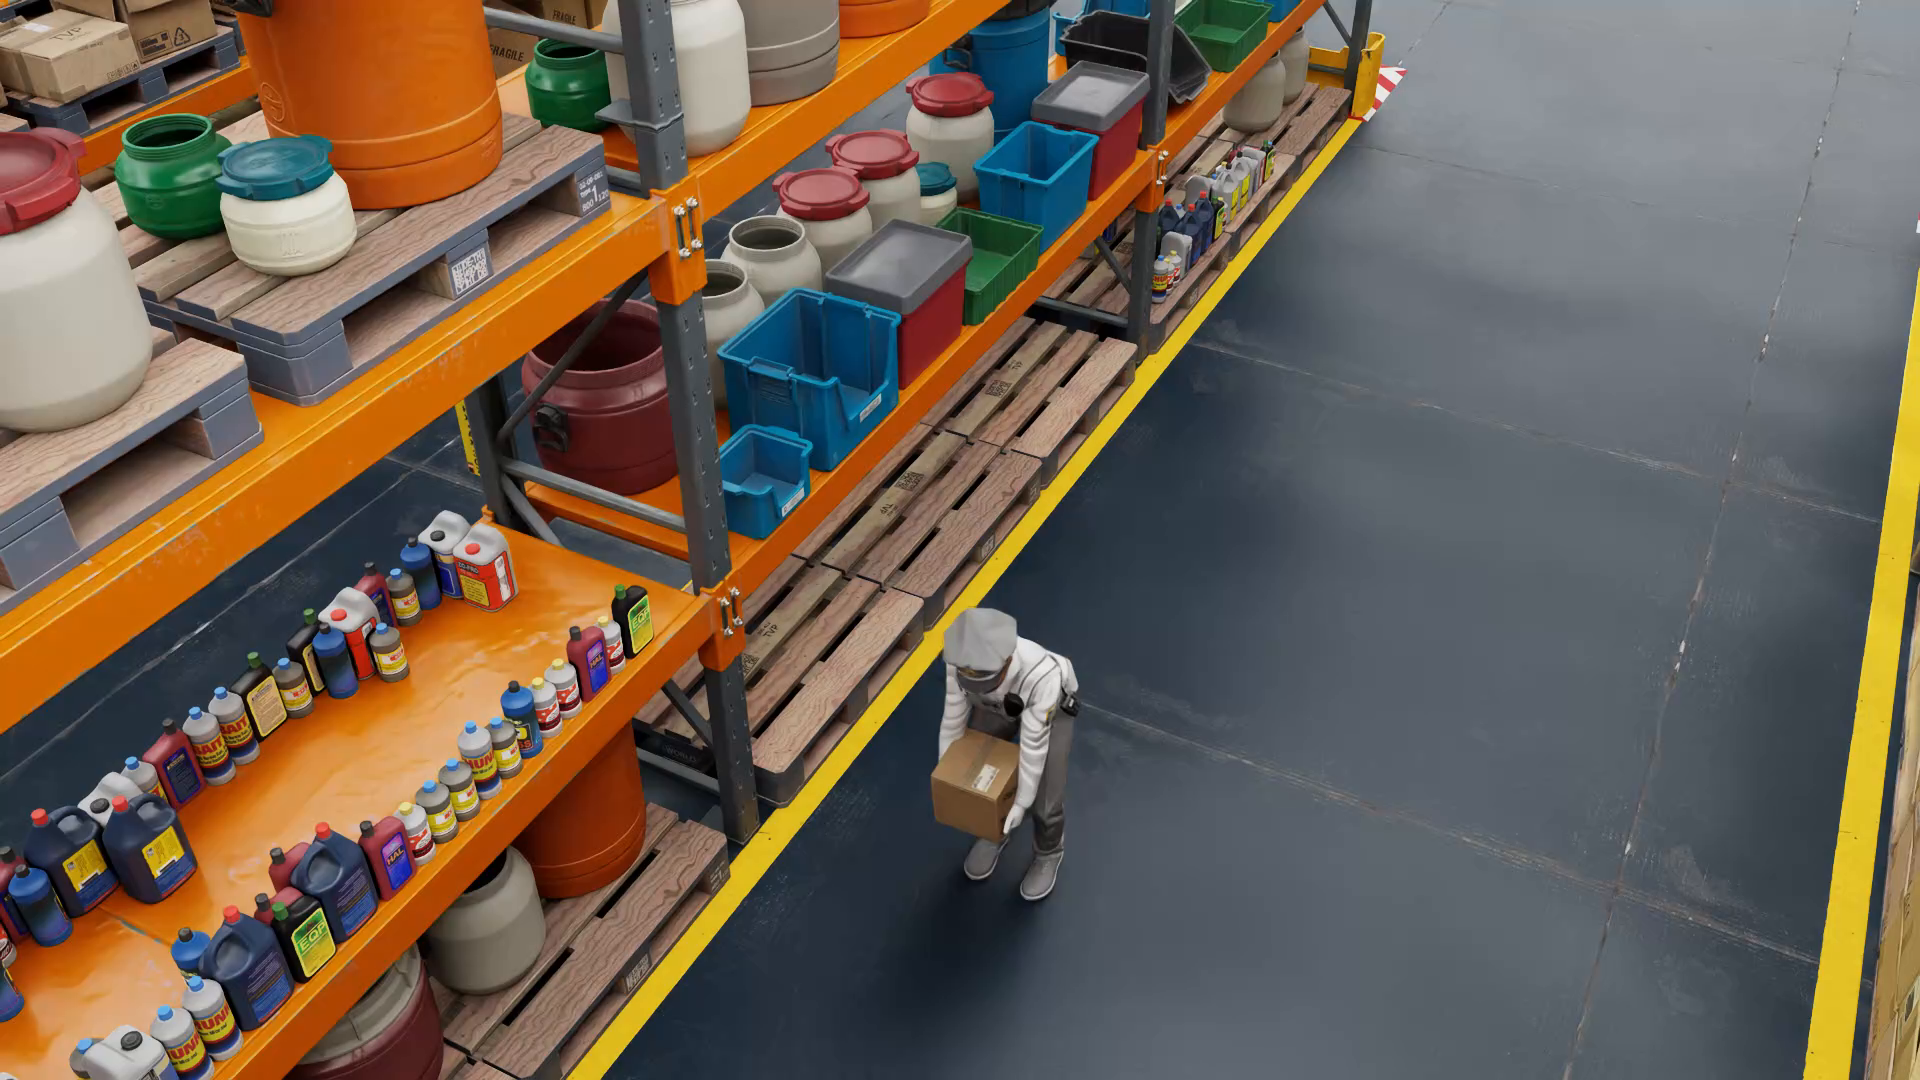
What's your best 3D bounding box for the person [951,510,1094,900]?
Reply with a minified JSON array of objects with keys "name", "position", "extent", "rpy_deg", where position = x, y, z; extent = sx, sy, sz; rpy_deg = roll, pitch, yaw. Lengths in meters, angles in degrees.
[{"name":"person","position":[0.195,0.635,5.927],"extent":[0.459,1.690,0.532],"rpy_deg":[18,42,22]}]
